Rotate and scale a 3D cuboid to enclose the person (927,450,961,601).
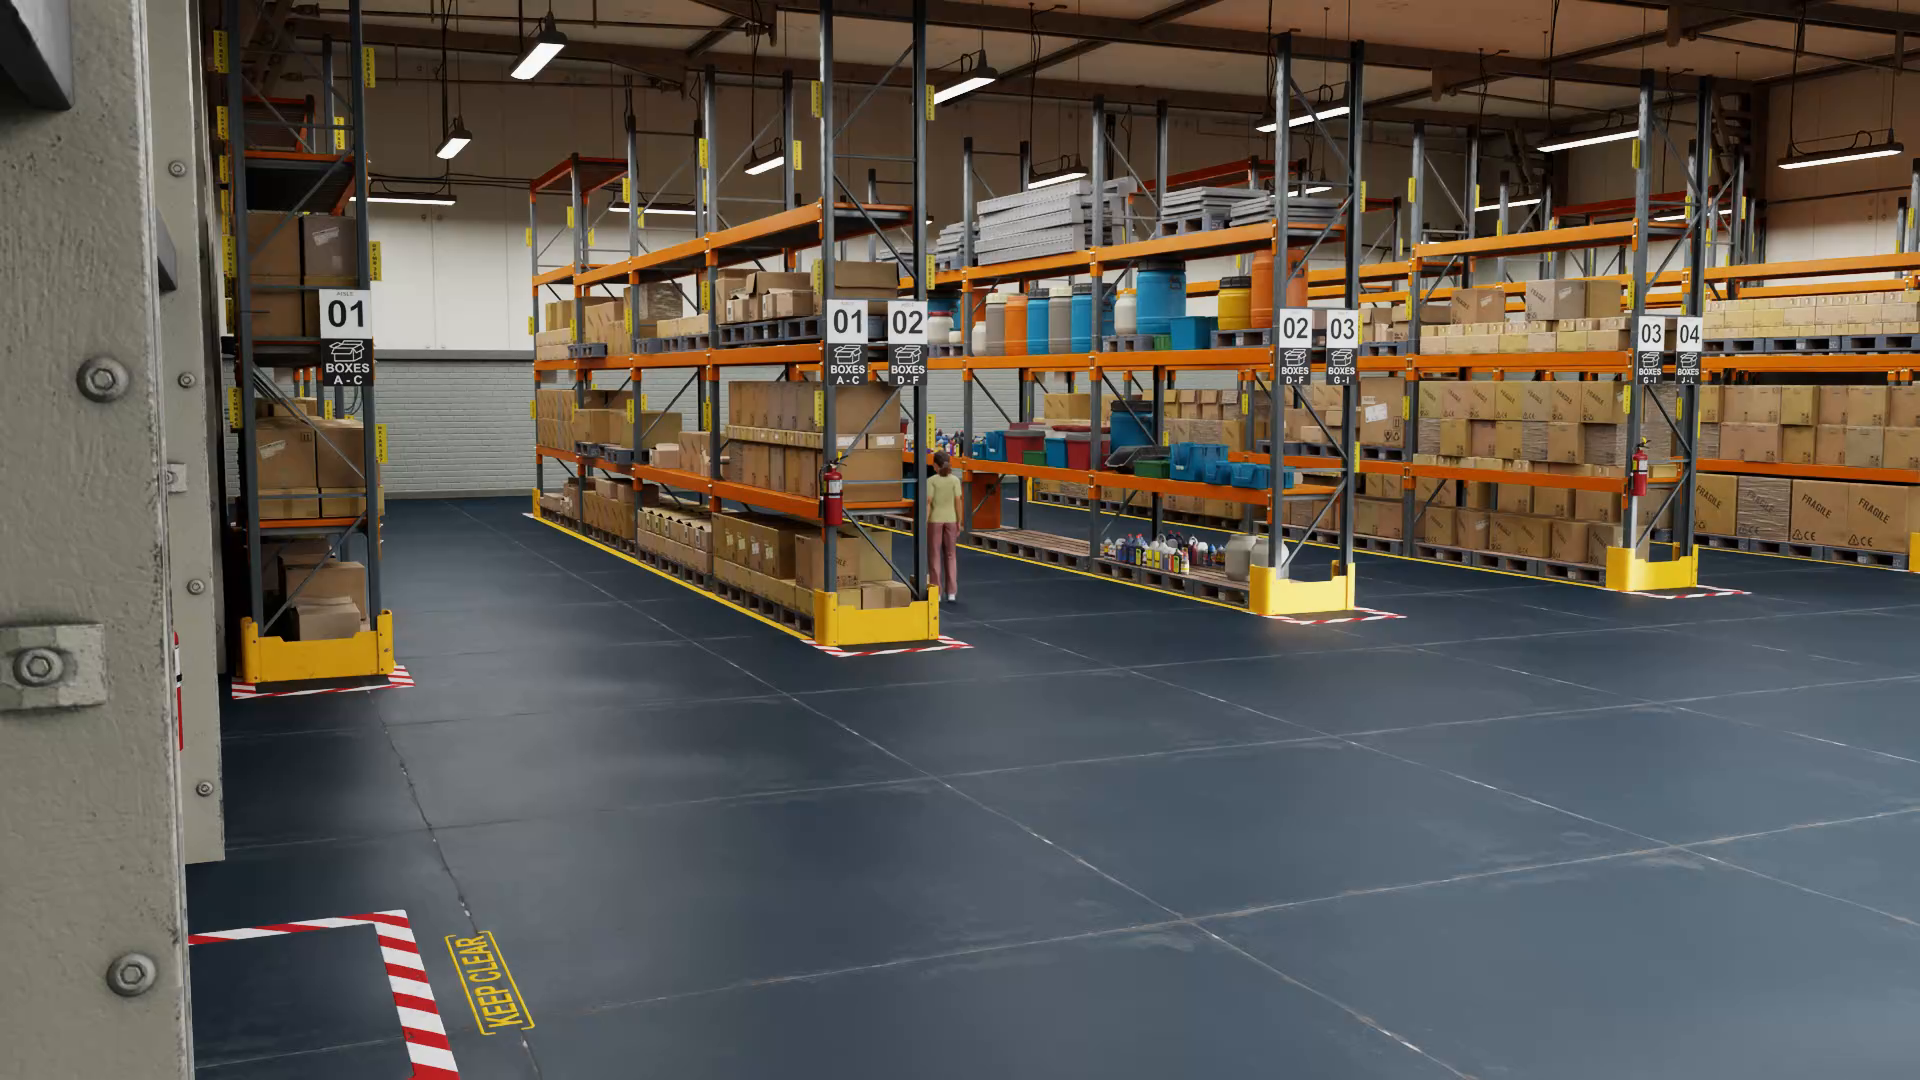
[{"bbox_3d":[-0.224,-0.148,18.385,0.450,1.689,0.414,-2,6,-24],"label":"person"}]
